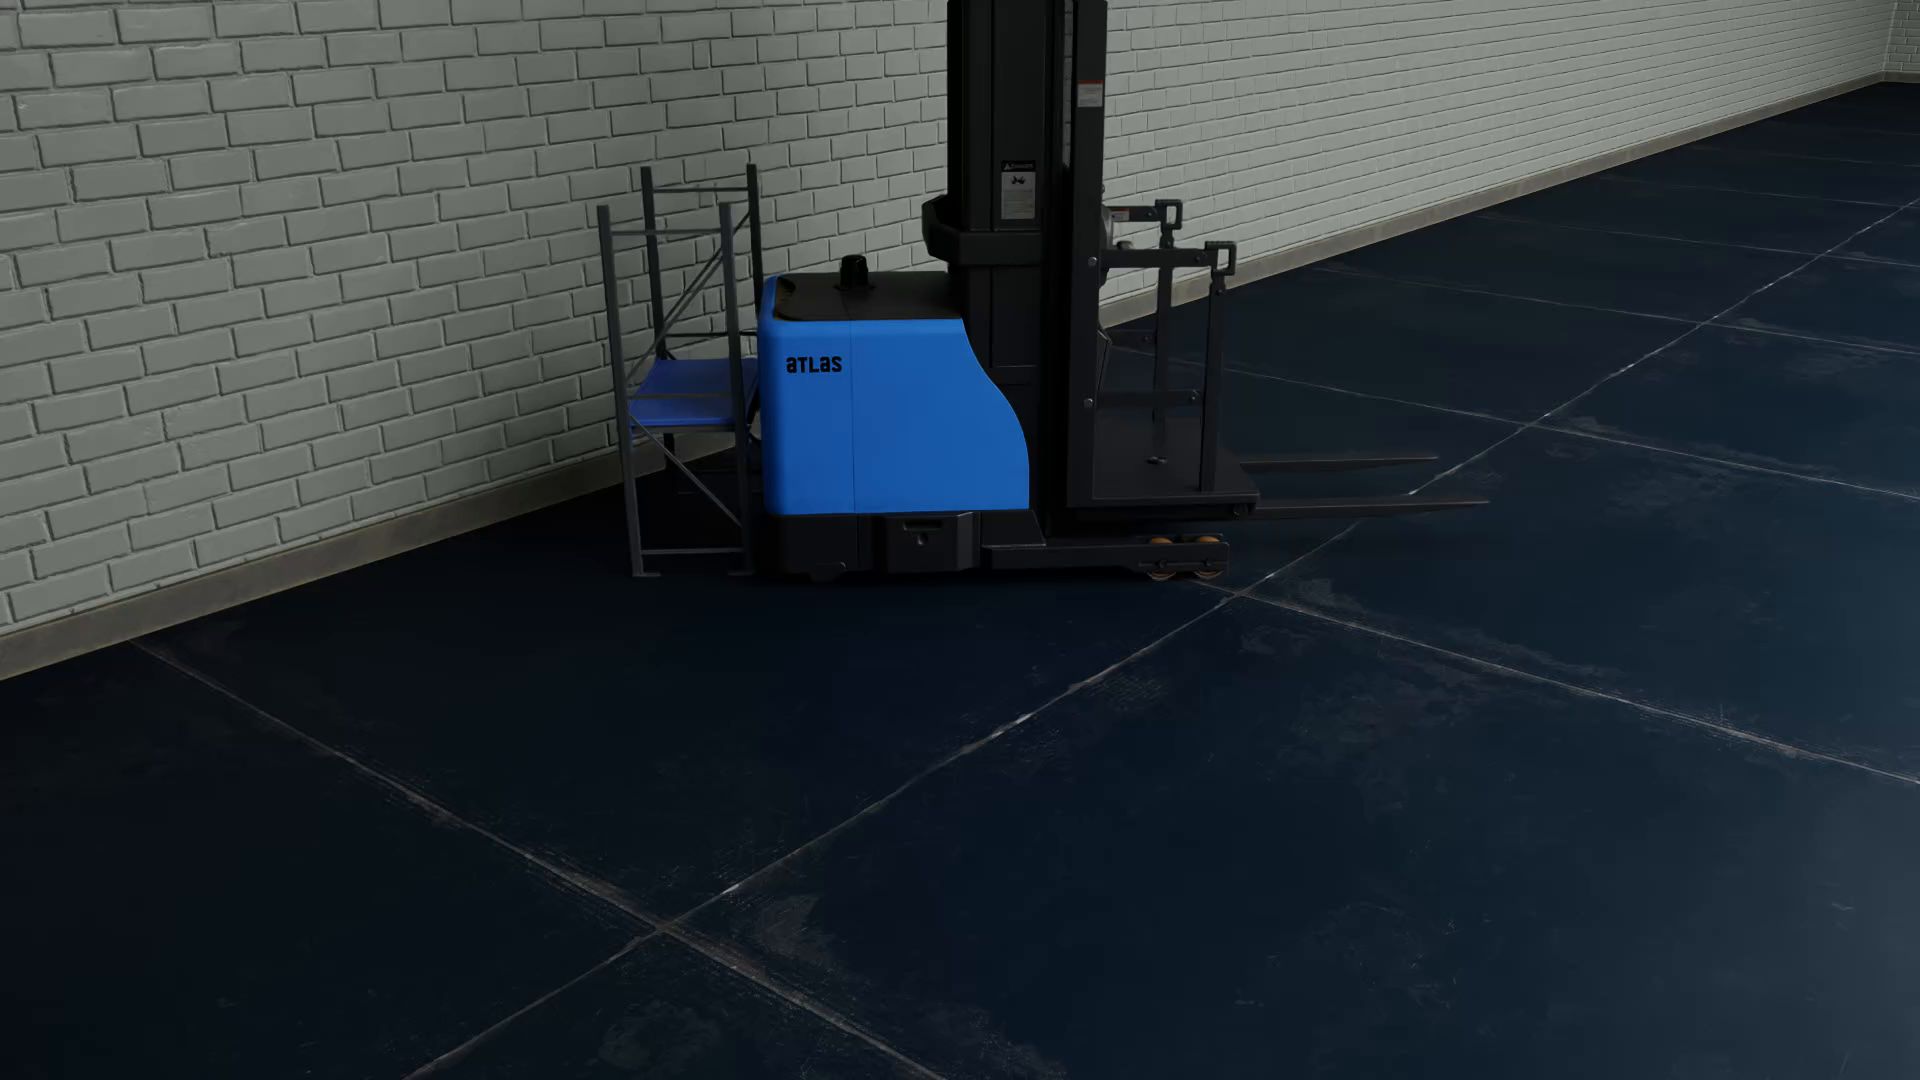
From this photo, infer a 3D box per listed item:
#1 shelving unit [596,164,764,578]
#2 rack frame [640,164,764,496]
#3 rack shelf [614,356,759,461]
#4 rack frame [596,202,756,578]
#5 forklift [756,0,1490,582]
[{"bbox_3d":[-1.108,-0.739,6.988,0.538,1.500,1.048,-1,21,-1],"label":"shelving unit"},{"bbox_3d":[-1.117,-0.919,7.464,0.500,1.500,0.032,-1,21,-1],"label":"rack frame"},{"bbox_3d":[-1.104,-0.571,7.052,0.538,0.185,1.000,-1,21,-1],"label":"rack shelf"},{"bbox_3d":[-1.098,-0.560,6.513,0.500,1.500,0.032,-1,21,-1],"label":"rack frame"},{"bbox_3d":[0.684,-1.396,6.717,3.031,2.935,1.130,-2,21,-4],"label":"forklift"}]
